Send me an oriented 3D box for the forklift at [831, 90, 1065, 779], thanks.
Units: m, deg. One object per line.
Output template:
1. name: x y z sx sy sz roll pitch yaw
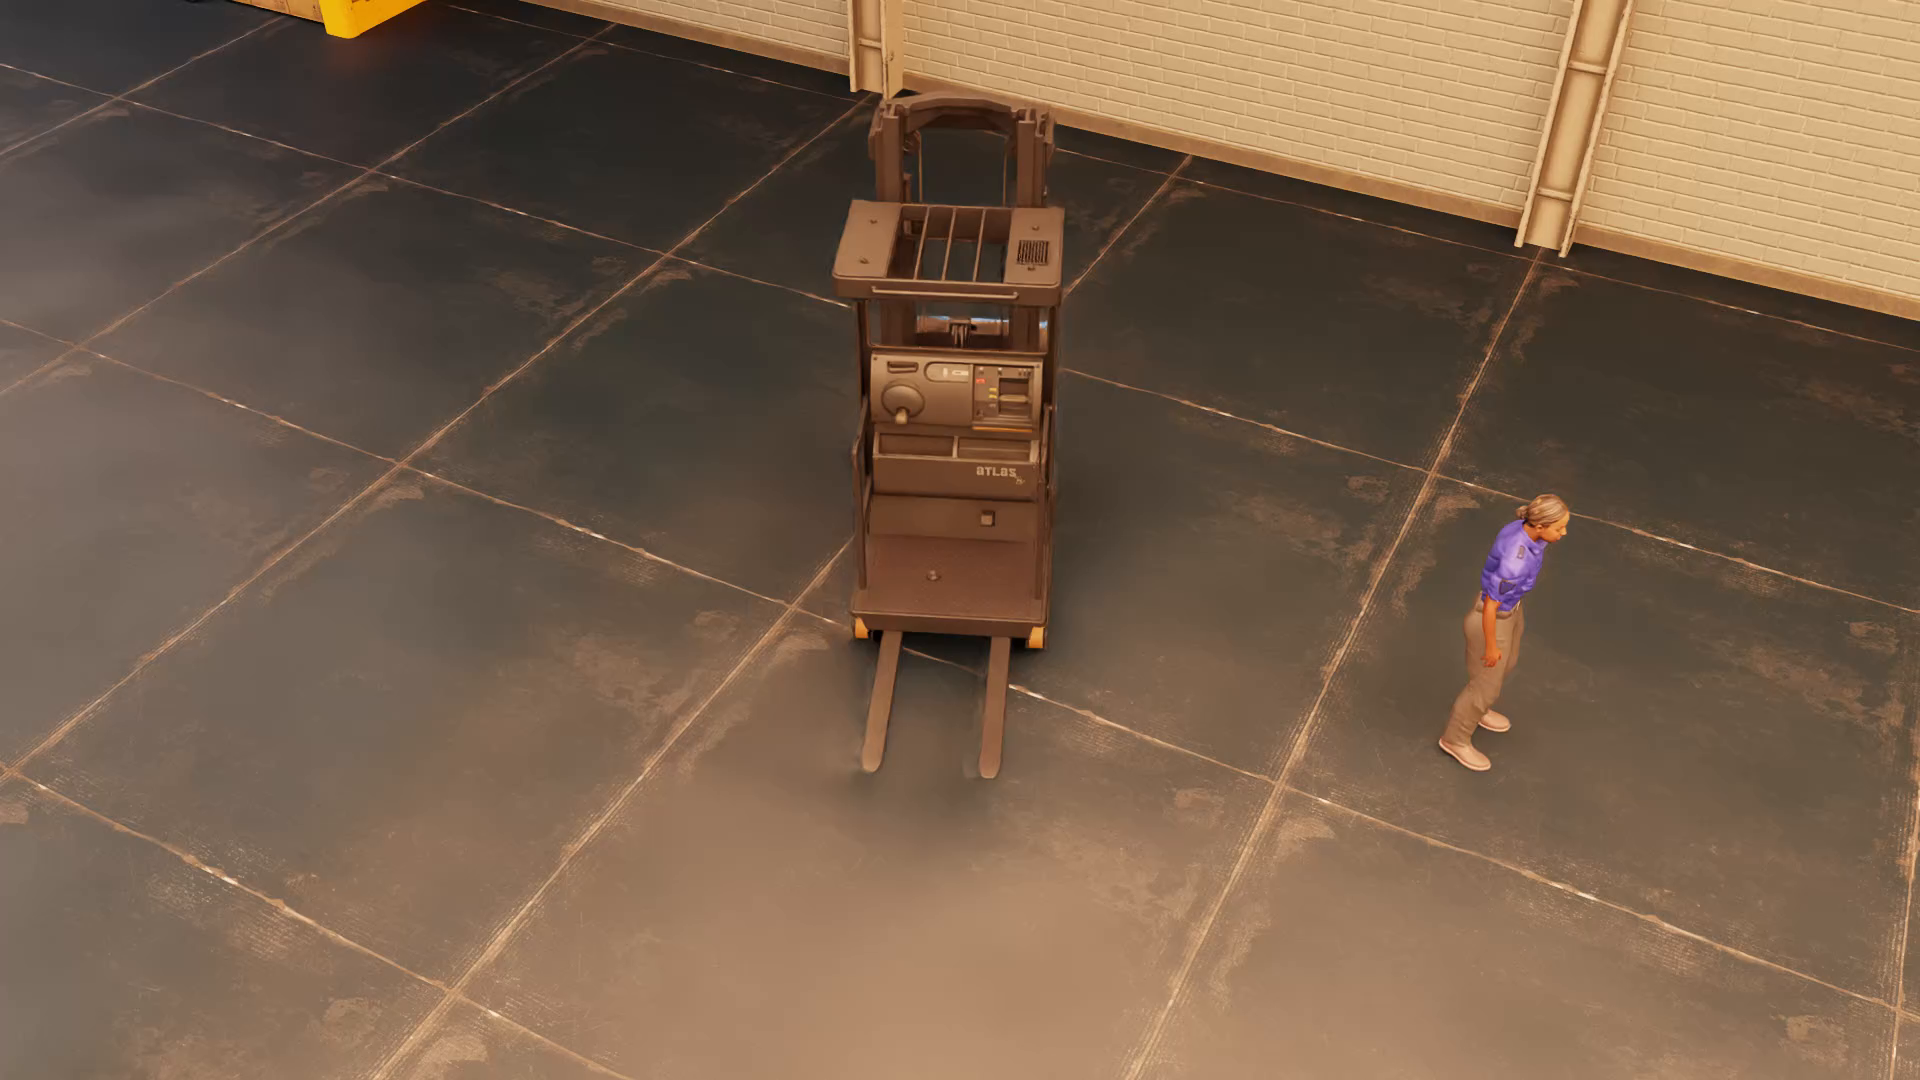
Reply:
1. forklift: -0.036 -0.725 8.847 1.130 2.935 3.031 3 40 4

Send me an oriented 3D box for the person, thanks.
1. person: 2.762 0.422 8.480 0.350 1.655 0.505 21 44 23
